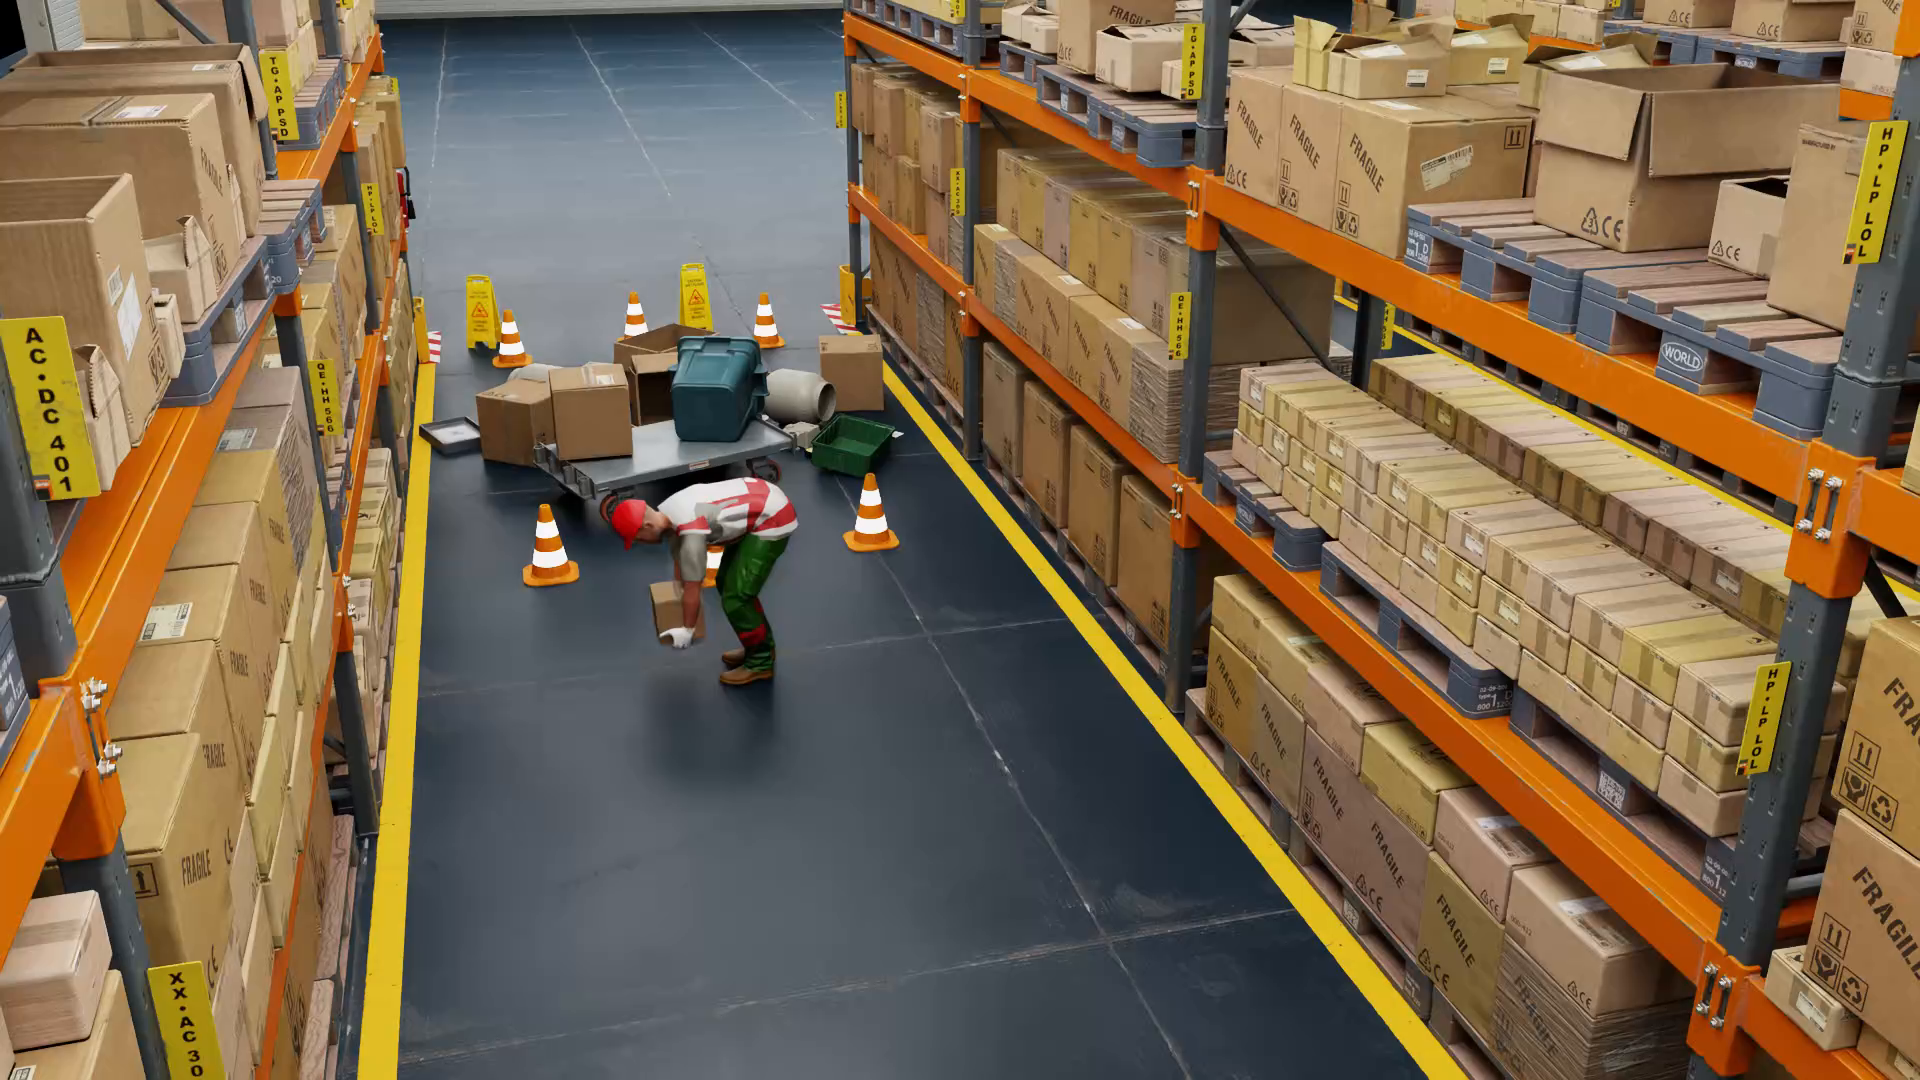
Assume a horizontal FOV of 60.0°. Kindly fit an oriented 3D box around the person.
[{"bbox_3d":[-1.342,0.232,8.887,0.964,1.106,0.494,-7,24,-16],"label":"person"}]
